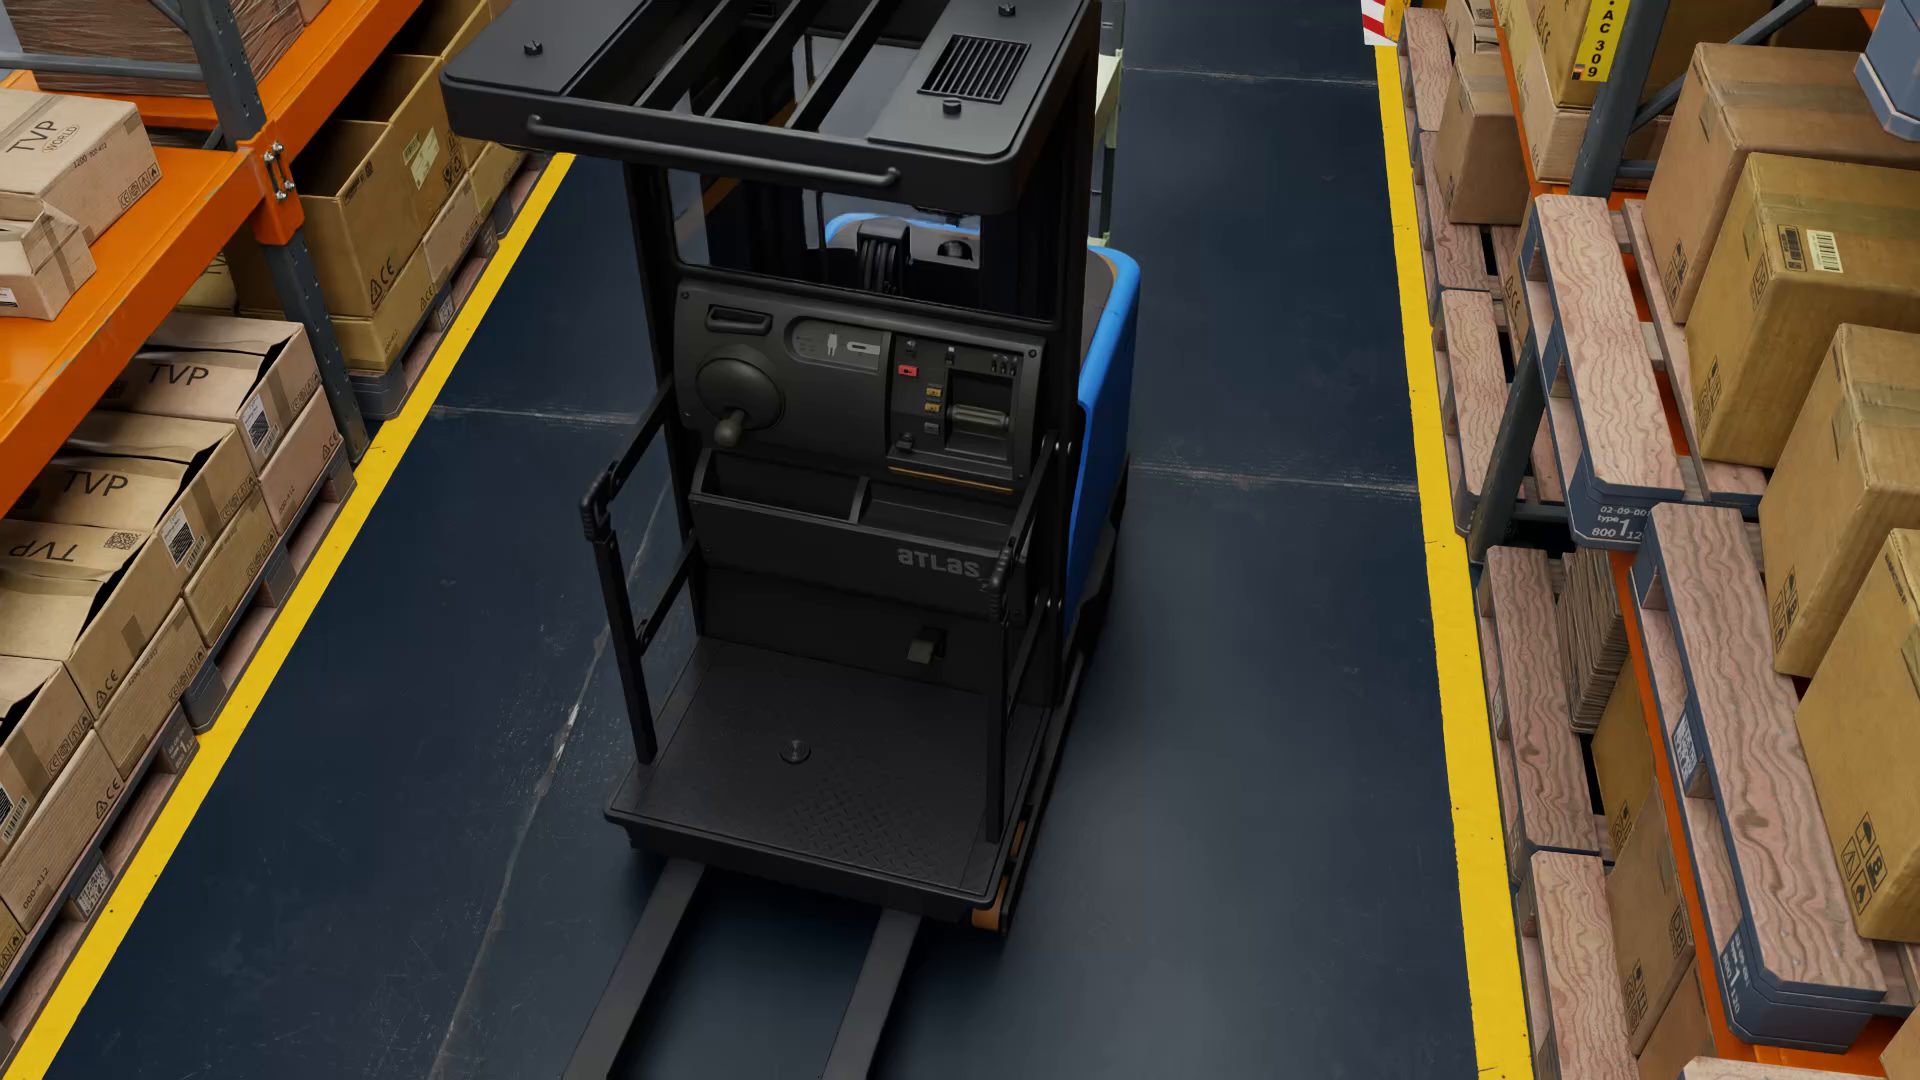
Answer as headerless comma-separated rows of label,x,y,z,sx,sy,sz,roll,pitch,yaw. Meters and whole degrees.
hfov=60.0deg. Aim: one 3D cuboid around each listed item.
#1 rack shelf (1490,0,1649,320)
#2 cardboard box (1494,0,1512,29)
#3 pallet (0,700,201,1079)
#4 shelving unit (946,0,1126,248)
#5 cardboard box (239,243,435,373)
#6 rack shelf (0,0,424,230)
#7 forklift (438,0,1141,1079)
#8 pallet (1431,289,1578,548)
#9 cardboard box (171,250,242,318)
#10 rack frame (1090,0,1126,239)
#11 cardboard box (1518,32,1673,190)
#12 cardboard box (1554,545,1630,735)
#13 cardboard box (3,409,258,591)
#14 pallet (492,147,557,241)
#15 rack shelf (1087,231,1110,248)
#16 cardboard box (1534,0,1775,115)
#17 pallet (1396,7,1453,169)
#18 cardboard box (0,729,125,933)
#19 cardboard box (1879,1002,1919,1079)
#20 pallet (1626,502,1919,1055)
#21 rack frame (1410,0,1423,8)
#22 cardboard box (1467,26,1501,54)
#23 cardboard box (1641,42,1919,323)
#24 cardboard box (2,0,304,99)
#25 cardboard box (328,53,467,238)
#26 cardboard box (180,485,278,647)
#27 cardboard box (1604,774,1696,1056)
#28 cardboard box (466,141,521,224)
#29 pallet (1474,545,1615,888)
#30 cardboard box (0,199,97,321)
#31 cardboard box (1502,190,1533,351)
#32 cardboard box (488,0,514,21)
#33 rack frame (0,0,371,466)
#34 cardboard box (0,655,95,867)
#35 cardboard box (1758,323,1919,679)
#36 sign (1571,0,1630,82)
rack shelf,2.502,-2.101,6.311,1.077,0.370,4.000,5,44,6
cardboard box,2.125,-1.986,5.760,0.500,0.250,0.500,5,44,5
pallet,-2.890,0.905,4.641,1.003,0.211,1.213,5,44,6
shelving unit,0.251,-1.025,5.742,0.431,1.500,0.755,11,45,11
cardboard box,-2.311,-0.890,6.203,0.500,0.250,0.500,5,44,6
rack shelf,-2.408,-2.549,6.784,1.077,0.370,4.000,5,44,6
forklift,-0.315,-0.289,3.923,1.130,2.935,3.031,11,45,11
pallet,2.292,-0.448,6.070,1.003,0.211,1.213,5,44,6
cardboard box,-2.828,-0.937,6.253,0.500,0.250,0.500,5,44,6
rack frame,0.350,-1.268,5.998,0.400,1.500,0.023,11,45,11
cardboard box,2.000,-1.303,5.039,0.500,0.250,0.500,5,44,6
cardboard box,2.157,0.251,4.801,0.700,0.500,0.500,7,44,7
cardboard box,-2.505,-0.148,5.011,0.500,0.311,0.500,6,44,7
pallet,-2.367,-1.807,7.505,1.003,0.211,1.213,5,44,6
rack shelf,0.251,-0.789,5.966,0.431,0.370,0.720,11,45,11
cardboard box,1.994,-1.575,4.781,0.500,0.500,0.500,5,44,5
pallet,2.614,-2.111,7.826,1.003,0.211,1.213,5,44,6
cardboard box,-2.645,0.748,4.473,0.500,0.250,0.500,6,44,6
cardboard box,1.808,0.826,2.303,0.700,0.500,0.500,1,43,2
pallet,1.930,0.443,3.240,1.003,0.211,1.213,5,44,6
rack frame,2.767,-3.726,7.503,1.000,3.000,0.127,5,44,6
cardboard box,2.511,-2.057,7.377,0.500,0.311,0.500,9,44,9
cardboard box,2.137,-0.852,4.075,0.700,0.500,0.500,5,44,6
cardboard box,-2.620,-1.787,5.383,0.700,0.500,0.500,4,44,4
cardboard box,-2.243,-1.503,6.304,0.500,0.500,0.500,5,44,6
cardboard box,-2.509,0.052,5.208,0.500,0.250,0.500,5,44,5
cardboard box,2.031,0.952,4.061,0.700,0.500,0.500,6,44,6
cardboard box,-2.168,-1.570,6.921,0.500,0.250,0.500,5,44,6
pallet,2.137,0.544,5.022,1.003,0.211,1.213,5,44,6
cardboard box,-2.607,-0.783,4.493,0.396,0.266,0.258,4,44,4
cardboard box,2.336,-0.963,6.083,0.500,0.500,0.500,2,43,2
cardboard box,-2.105,-2.184,7.024,0.500,0.500,0.500,5,44,6
rack frame,-2.673,-1.447,5.097,1.000,3.000,0.127,5,44,6
cardboard box,-2.643,0.534,4.291,0.500,0.311,0.500,5,44,5
cardboard box,2.000,-0.020,3.197,0.700,0.500,0.500,11,45,11
sign,1.699,-1.358,4.373,0.100,0.325,0.005,5,44,6
